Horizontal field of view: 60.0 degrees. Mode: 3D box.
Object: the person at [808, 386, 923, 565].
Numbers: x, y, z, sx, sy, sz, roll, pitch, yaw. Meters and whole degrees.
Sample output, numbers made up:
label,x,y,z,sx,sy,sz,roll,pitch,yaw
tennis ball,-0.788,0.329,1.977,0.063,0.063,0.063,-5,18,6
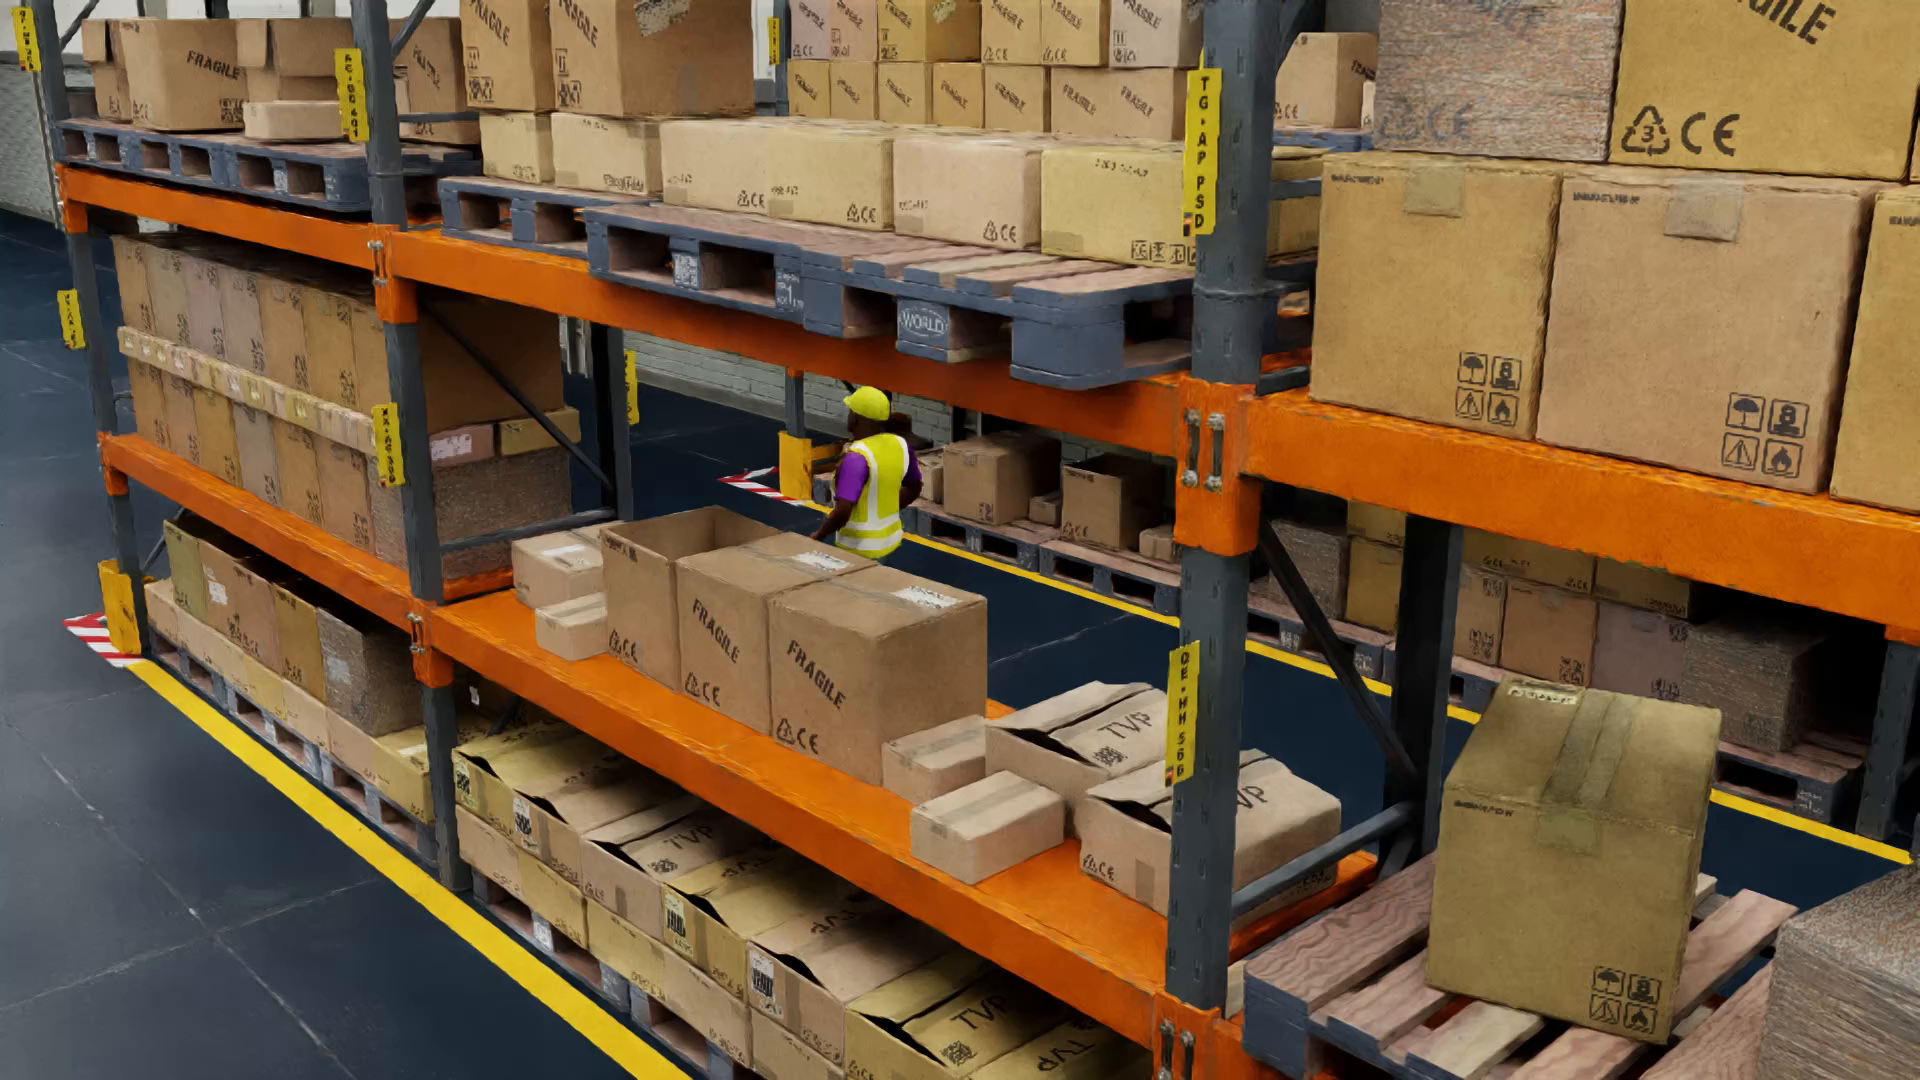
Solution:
label,x,y,z,sx,sy,sz,roll,pitch,yaw
person,-0.554,0.016,9.014,0.503,1.730,0.756,7,19,21
